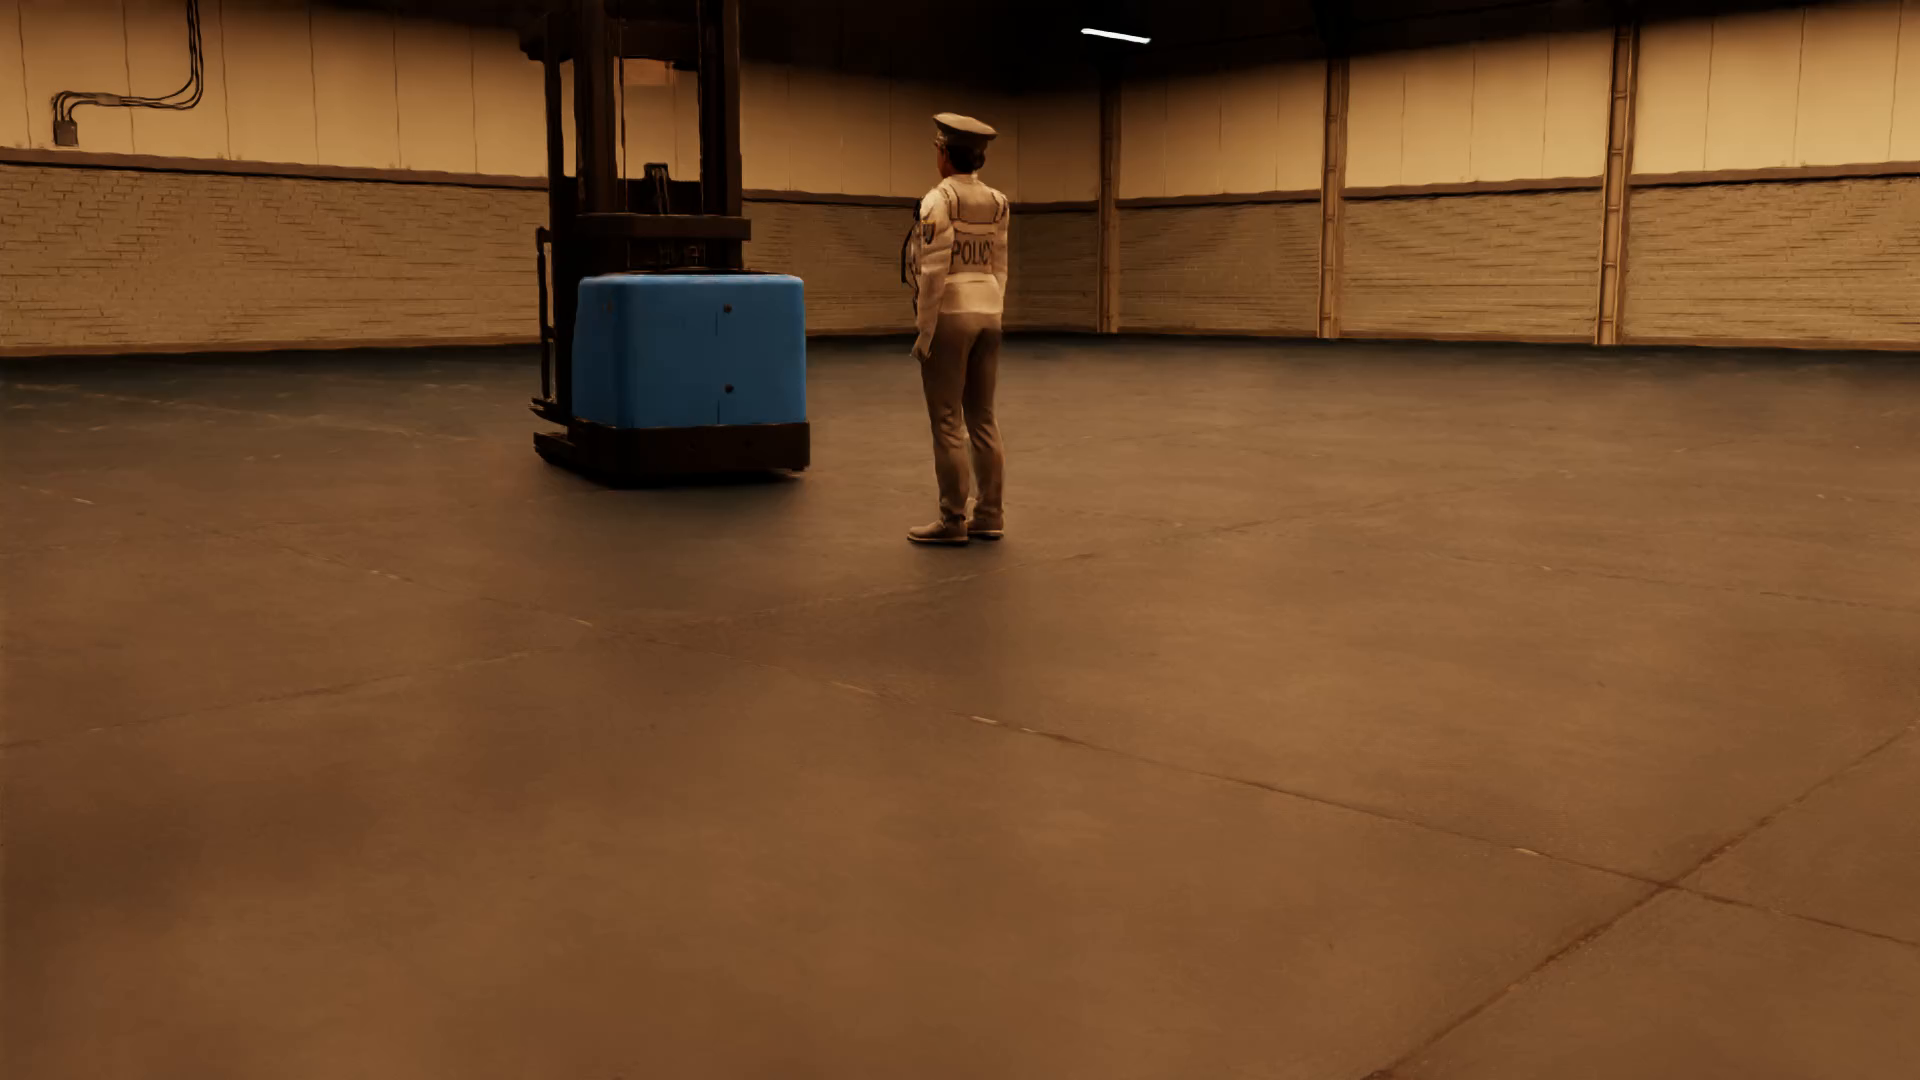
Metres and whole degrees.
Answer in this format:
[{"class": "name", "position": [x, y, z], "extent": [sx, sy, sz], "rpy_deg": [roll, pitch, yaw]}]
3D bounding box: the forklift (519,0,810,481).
[{"class": "forklift", "position": [-1.901, -1.934, 9.717], "extent": [1.130, 2.935, 3.031], "rpy_deg": [-4, 10, -26]}]

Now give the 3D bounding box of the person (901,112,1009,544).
[{"class": "person", "position": [-0.012, -0.835, 6.601], "extent": [0.337, 1.692, 0.463], "rpy_deg": [8, 12, 43]}]
